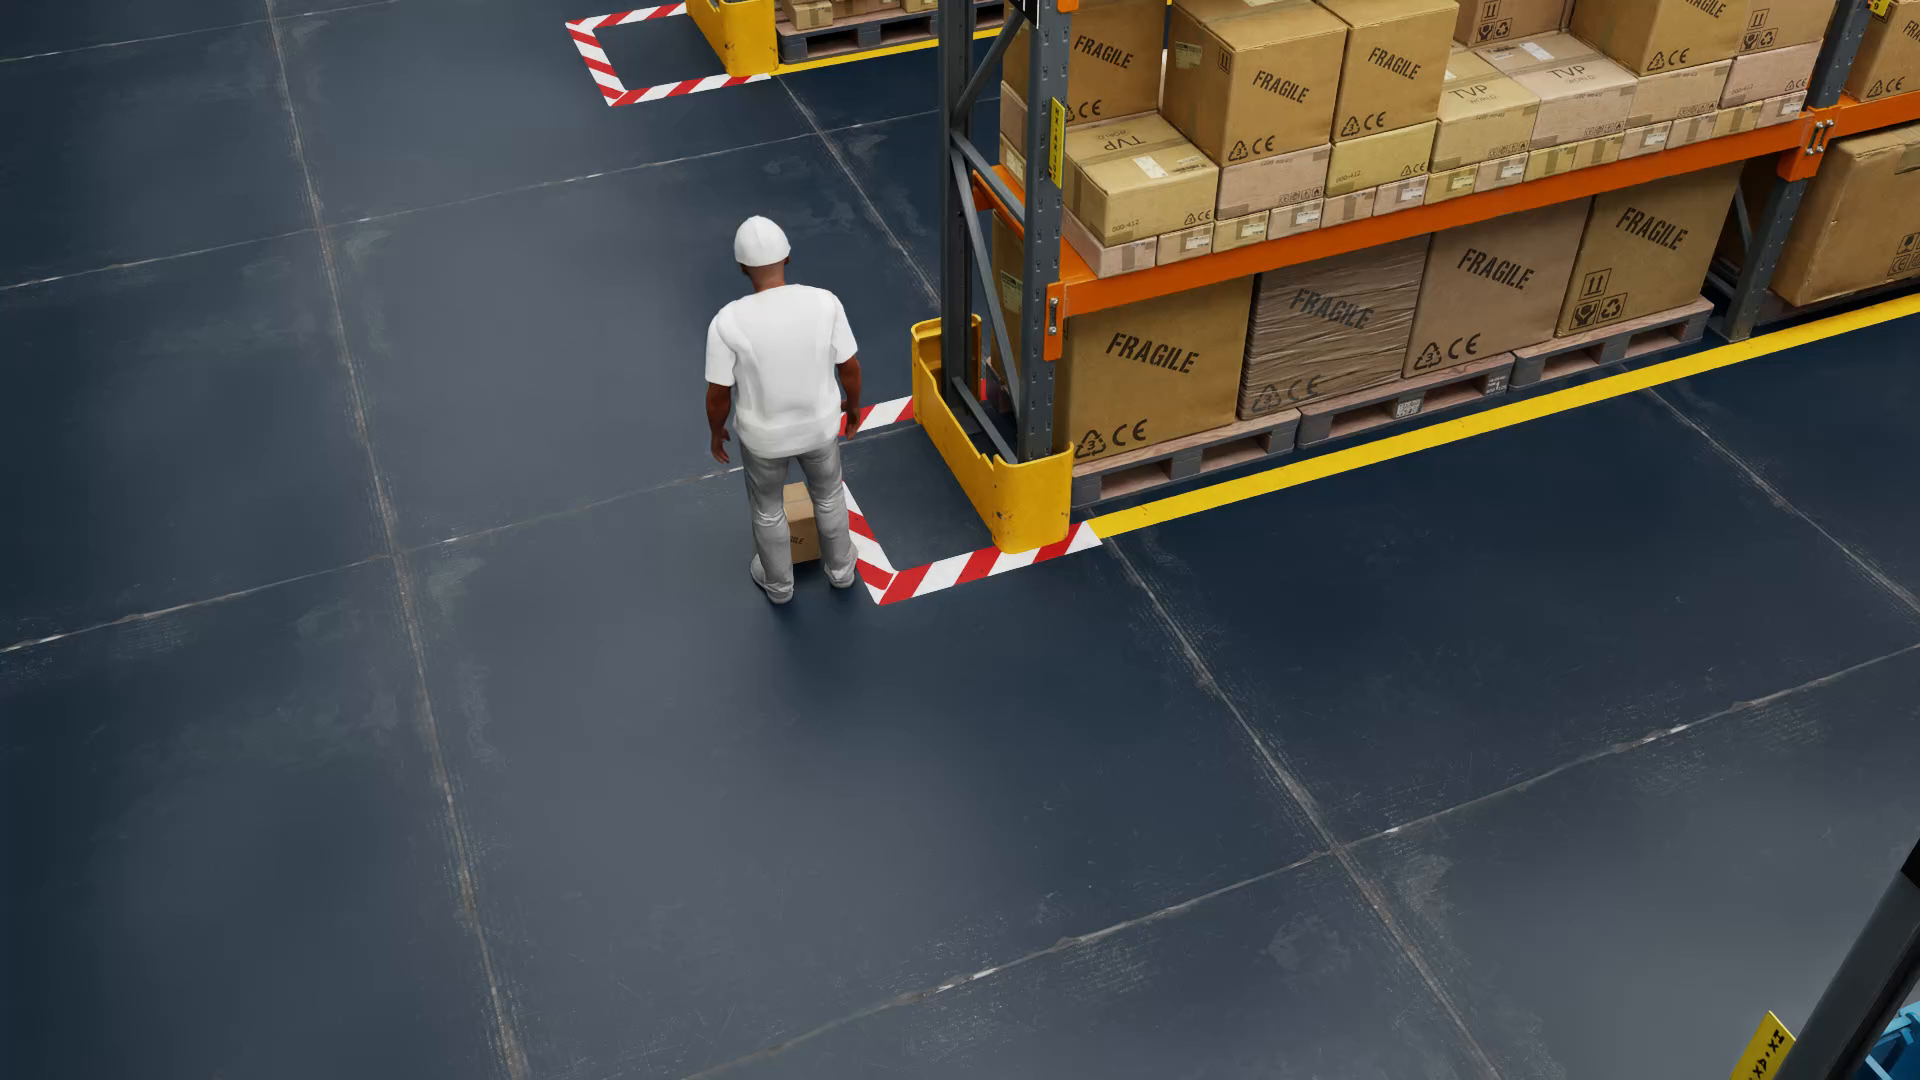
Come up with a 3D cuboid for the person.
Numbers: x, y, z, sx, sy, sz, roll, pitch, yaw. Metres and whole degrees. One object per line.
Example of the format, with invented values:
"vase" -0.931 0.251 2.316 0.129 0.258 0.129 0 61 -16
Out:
"person" -0.702 -0.489 6.698 0.634 1.760 0.463 -12 43 -13
